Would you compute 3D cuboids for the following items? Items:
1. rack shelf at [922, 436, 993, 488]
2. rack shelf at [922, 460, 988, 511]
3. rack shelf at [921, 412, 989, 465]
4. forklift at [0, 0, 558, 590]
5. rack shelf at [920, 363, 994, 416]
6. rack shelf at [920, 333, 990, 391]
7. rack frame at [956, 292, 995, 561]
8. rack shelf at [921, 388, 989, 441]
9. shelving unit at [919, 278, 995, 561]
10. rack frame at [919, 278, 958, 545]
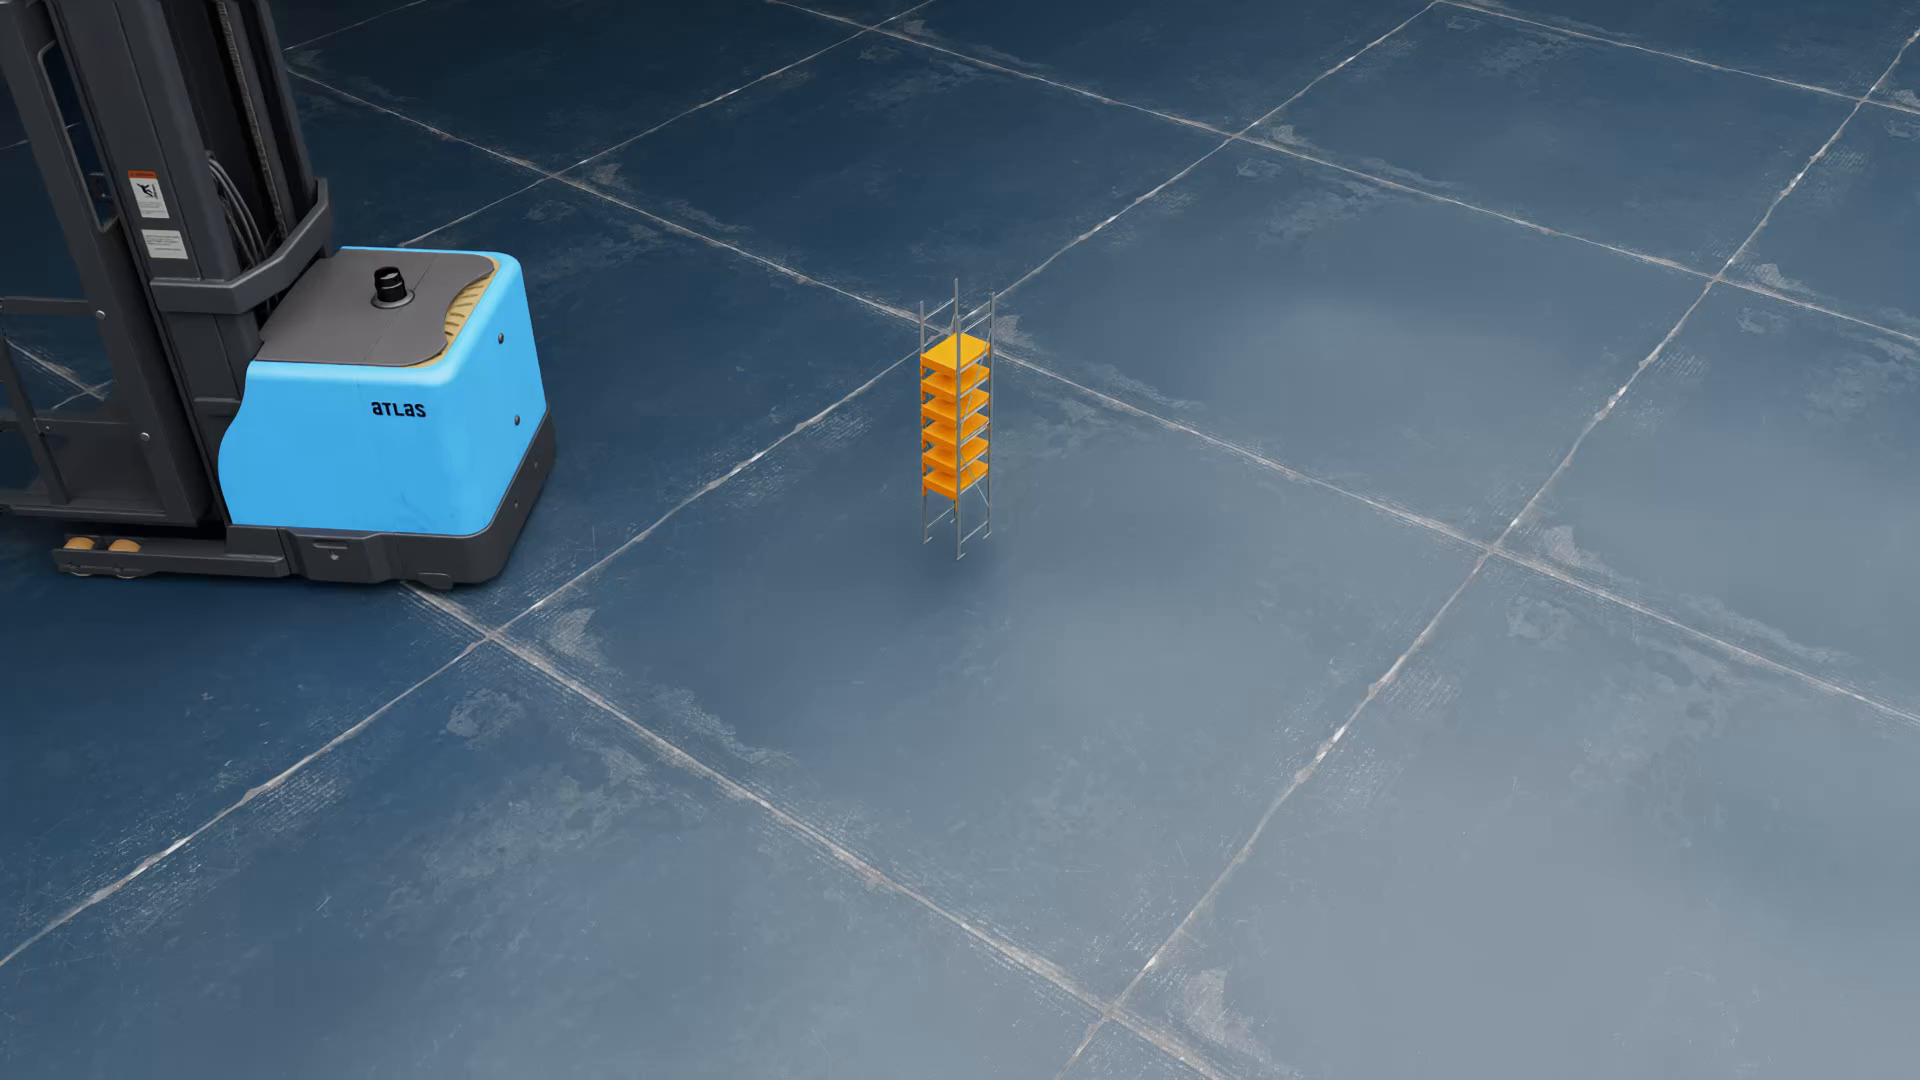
[{"bbox_3d":[-0.011,-0.348,6.988,0.180,0.103,0.258,25,45,29],"label":"rack shelf"},{"bbox_3d":[-0.011,-0.254,7.062,0.180,0.103,0.258,25,45,29],"label":"rack shelf"},{"bbox_3d":[-0.011,-0.443,6.914,0.180,0.103,0.258,25,45,29],"label":"rack shelf"},{"bbox_3d":[-3.396,-1.312,6.548,3.031,2.935,1.130,3,38,4],"label":"forklift"},{"bbox_3d":[-0.011,-0.632,6.766,0.180,0.103,0.258,25,45,29],"label":"rack shelf"},{"bbox_3d":[-0.011,-0.726,6.692,0.180,0.103,0.258,25,45,29],"label":"rack shelf"},{"bbox_3d":[0.061,-0.444,6.843,0.006,1.200,0.240,25,45,29],"label":"rack frame"},{"bbox_3d":[-0.011,-0.537,6.840,0.180,0.103,0.258,25,45,29],"label":"rack shelf"},{"bbox_3d":[-0.011,-0.478,6.887,0.189,1.200,0.258,25,45,29],"label":"shelving unit"},{"bbox_3d":[-0.084,-0.512,6.931,0.006,1.200,0.240,25,45,29],"label":"rack frame"}]
